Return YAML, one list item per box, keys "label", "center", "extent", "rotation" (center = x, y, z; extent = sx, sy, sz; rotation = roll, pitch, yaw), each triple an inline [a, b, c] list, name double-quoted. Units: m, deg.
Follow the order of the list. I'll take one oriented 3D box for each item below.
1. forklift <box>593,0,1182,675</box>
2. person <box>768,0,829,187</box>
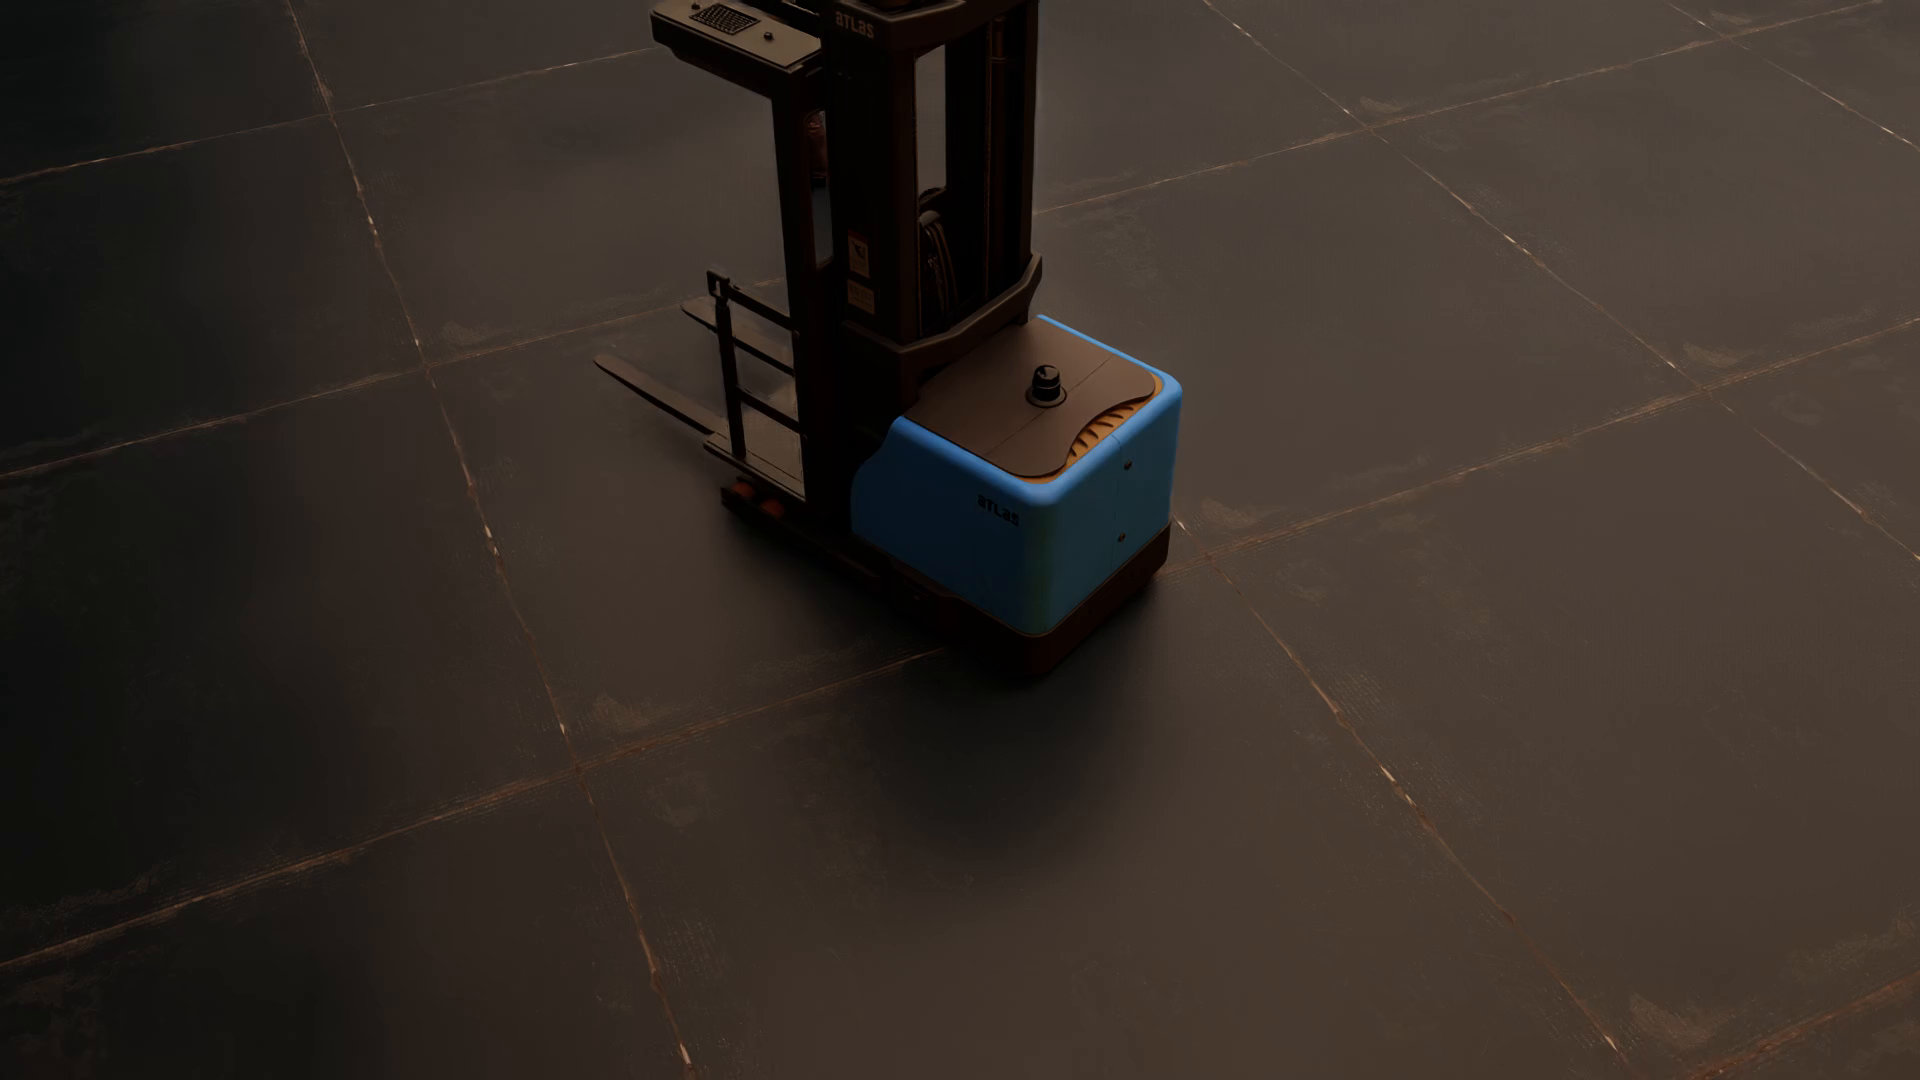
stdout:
- label: "forklift"
  center: [-0.504, -1.347, 7.124]
  extent: [3.031, 2.935, 1.130]
  rotation: [30, 51, 28]
- label: "person"
  center: [-0.890, -2.861, 9.621]
  extent: [0.631, 1.720, 0.568]
  rotation: [-27, 49, -26]
